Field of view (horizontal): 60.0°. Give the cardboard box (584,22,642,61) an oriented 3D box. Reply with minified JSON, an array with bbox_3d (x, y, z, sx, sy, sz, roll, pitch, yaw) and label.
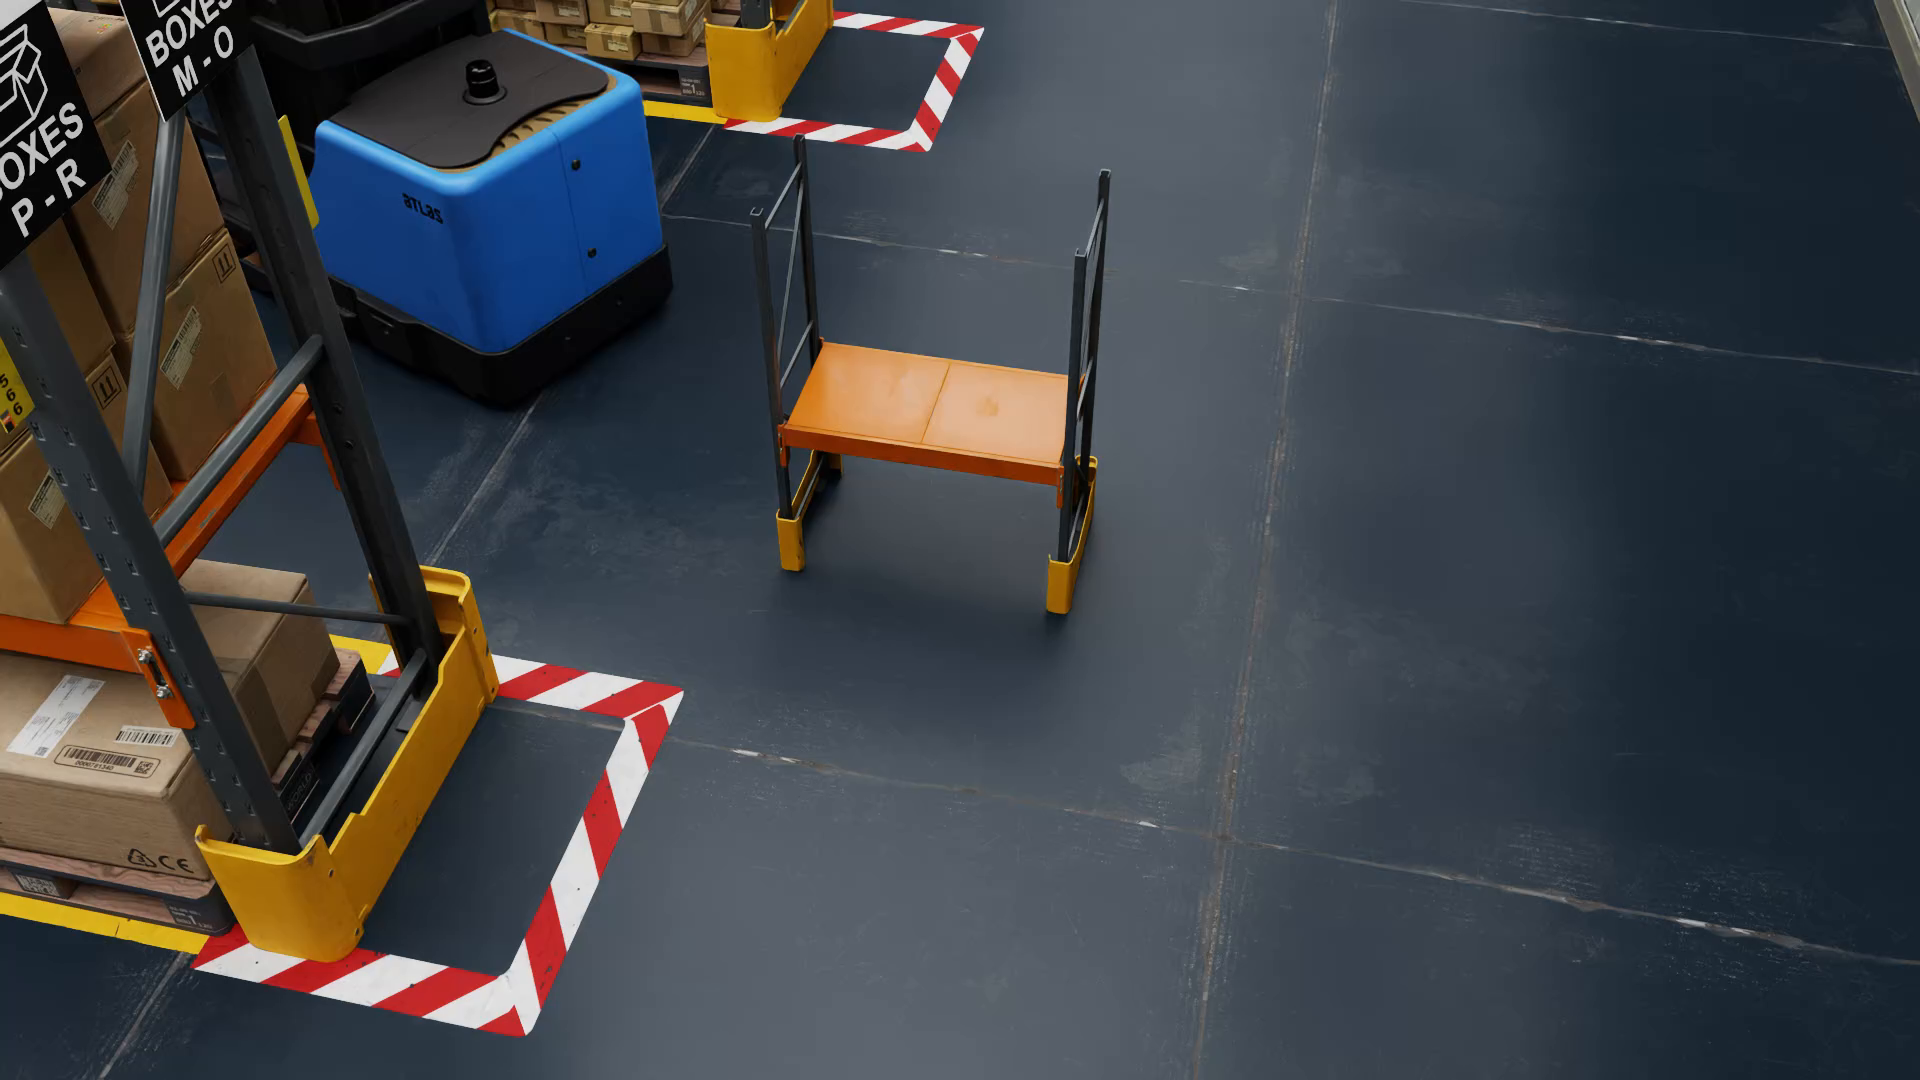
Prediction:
[{"bbox_3d":[-1.740,-2.638,8.581,0.250,0.149,0.380,10,45,10],"label":"cardboard box"}]

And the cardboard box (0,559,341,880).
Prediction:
[{"bbox_3d":[-2.556,0.500,5.113,0.875,0.438,0.875,7,44,8],"label":"cardboard box"}]

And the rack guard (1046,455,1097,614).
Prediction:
[{"bbox_3d":[0.412,-0.026,6.097,0.087,0.250,0.587,9,45,9],"label":"rack guard"}]

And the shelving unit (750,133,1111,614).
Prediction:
[{"bbox_3d":[-0.074,-0.552,5.742,1.083,1.500,0.587,9,45,9],"label":"shelving unit"}]

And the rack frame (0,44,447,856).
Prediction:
[{"bbox_3d":[-1.890,-0.240,4.336,0.127,3.000,1.000,9,45,9],"label":"rack frame"}]

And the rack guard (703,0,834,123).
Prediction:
[{"bbox_3d":[-0.982,-2.716,8.711,0.348,0.500,1.175,9,45,9],"label":"rack guard"}]

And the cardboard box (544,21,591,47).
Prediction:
[{"bbox_3d":[-1.979,-2.737,8.683,0.250,0.149,0.380,9,45,9],"label":"cardboard box"}]

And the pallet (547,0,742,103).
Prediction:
[{"bbox_3d":[-1.767,-2.759,8.964,1.213,0.211,1.003,9,45,9],"label":"pallet"}]

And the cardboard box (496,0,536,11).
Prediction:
[{"bbox_3d":[-2.232,-2.911,8.650,0.250,0.149,0.380,8,45,9],"label":"cardboard box"}]

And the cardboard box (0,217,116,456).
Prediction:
[{"bbox_3d":[-2.412,-0.548,3.863,0.500,0.500,0.500,10,45,10],"label":"cardboard box"}]

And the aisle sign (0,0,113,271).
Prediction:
[{"bbox_3d":[-1.887,-0.956,3.206,0.004,0.787,0.394,9,45,9],"label":"aisle sign"}]

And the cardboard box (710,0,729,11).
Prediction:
[{"bbox_3d":[-1.349,-3.025,8.983,0.250,0.149,0.380,10,45,10],"label":"cardboard box"}]

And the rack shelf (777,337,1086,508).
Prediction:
[{"bbox_3d":[-0.083,-0.424,5.868,1.000,0.185,0.538,9,45,9],"label":"rack shelf"}]

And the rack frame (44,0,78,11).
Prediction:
[{"bbox_3d":[-4.811,-4.211,8.462,0.127,3.000,1.000,9,45,9],"label":"rack frame"}]

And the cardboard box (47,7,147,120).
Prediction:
[{"bbox_3d":[-2.176,-1.111,3.980,0.250,0.149,0.380,10,45,10],"label":"cardboard box"}]

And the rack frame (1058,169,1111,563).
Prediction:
[{"bbox_3d":[0.413,-0.476,5.663,0.032,1.500,0.500,9,45,9],"label":"rack frame"}]

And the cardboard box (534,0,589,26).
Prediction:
[{"bbox_3d":[-1.993,-2.801,8.535,0.250,0.149,0.380,7,44,7],"label":"cardboard box"}]

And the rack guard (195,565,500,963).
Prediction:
[{"bbox_3d":[-1.867,0.664,5.199,0.348,0.500,1.175,9,45,9],"label":"rack guard"}]

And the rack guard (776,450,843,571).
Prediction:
[{"bbox_3d":[-0.560,-0.177,6.254,0.087,0.250,0.587,9,45,9],"label":"rack guard"}]

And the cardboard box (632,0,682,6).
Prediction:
[{"bbox_3d":[-1.480,-2.852,8.374,0.250,0.149,0.380,9,45,10],"label":"cardboard box"}]

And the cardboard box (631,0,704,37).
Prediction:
[{"bbox_3d":[-1.485,-2.723,8.455,0.250,0.149,0.380,8,44,8],"label":"cardboard box"}]

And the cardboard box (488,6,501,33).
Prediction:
[{"bbox_3d":[-2.485,-2.761,8.709,0.250,0.149,0.380,7,44,7],"label":"cardboard box"}]

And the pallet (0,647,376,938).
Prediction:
[{"bbox_3d":[-2.687,0.697,5.374,1.213,0.211,1.003,9,45,9],"label":"pallet"}]

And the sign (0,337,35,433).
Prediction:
[{"bbox_3d":[-2.022,-0.377,3.473,0.005,0.325,0.100,9,45,9],"label":"sign"}]

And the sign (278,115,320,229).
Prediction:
[{"bbox_3d":[-1.763,-0.955,4.398,0.005,0.325,0.100,9,45,9],"label":"sign"}]

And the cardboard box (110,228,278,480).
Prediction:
[{"bbox_3d":[-2.296,-0.543,4.579,0.500,0.500,0.500,9,45,9],"label":"cardboard box"}]

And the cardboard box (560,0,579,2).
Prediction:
[{"bbox_3d":[-1.993,-2.883,8.406,0.250,0.149,0.380,8,44,8],"label":"cardboard box"}]

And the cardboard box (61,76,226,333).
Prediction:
[{"bbox_3d":[-2.296,-0.902,4.231,0.500,0.500,0.500,8,44,8],"label":"cardboard box"}]

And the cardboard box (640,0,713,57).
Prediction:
[{"bbox_3d":[-1.467,-2.668,8.612,0.250,0.149,0.380,10,45,10],"label":"cardboard box"}]

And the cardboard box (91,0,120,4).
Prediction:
[{"bbox_3d":[-4.526,-3.063,9.022,0.250,0.149,0.380,7,44,7],"label":"cardboard box"}]

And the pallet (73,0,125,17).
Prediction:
[{"bbox_3d":[-4.148,-3.128,9.348,1.213,0.211,1.003,9,45,9],"label":"pallet"}]

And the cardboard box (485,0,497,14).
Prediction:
[{"bbox_3d":[-2.501,-2.870,8.608,0.250,0.149,0.380,9,45,10],"label":"cardboard box"}]

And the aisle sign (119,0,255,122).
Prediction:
[{"bbox_3d":[-1.756,-1.362,3.627,0.004,0.787,0.394,9,45,9],"label":"aisle sign"}]

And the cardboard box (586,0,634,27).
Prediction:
[{"bbox_3d":[-1.728,-2.799,8.534,0.250,0.149,0.380,8,44,8],"label":"cardboard box"}]

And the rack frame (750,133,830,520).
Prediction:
[{"bbox_3d":[-0.579,-0.630,5.823,0.032,1.500,0.500,9,45,9],"label":"rack frame"}]

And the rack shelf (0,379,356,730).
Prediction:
[{"bbox_3d":[-3.842,-0.284,4.900,4.000,0.370,1.077,9,45,9],"label":"rack shelf"}]

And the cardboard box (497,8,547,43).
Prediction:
[{"bbox_3d":[-2.223,-2.765,8.713,0.250,0.149,0.380,9,45,9],"label":"cardboard box"}]

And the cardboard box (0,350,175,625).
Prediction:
[{"bbox_3d":[-2.419,-0.170,4.191,0.500,0.500,0.500,9,45,9],"label":"cardboard box"}]

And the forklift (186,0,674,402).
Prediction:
[{"bbox_3d":[-2.749,-2.440,6.672,3.031,2.935,1.130,27,50,25],"label":"forklift"}]

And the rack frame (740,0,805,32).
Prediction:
[{"bbox_3d":[-0.908,-3.605,7.833,0.127,3.000,1.000,9,45,9],"label":"rack frame"}]
